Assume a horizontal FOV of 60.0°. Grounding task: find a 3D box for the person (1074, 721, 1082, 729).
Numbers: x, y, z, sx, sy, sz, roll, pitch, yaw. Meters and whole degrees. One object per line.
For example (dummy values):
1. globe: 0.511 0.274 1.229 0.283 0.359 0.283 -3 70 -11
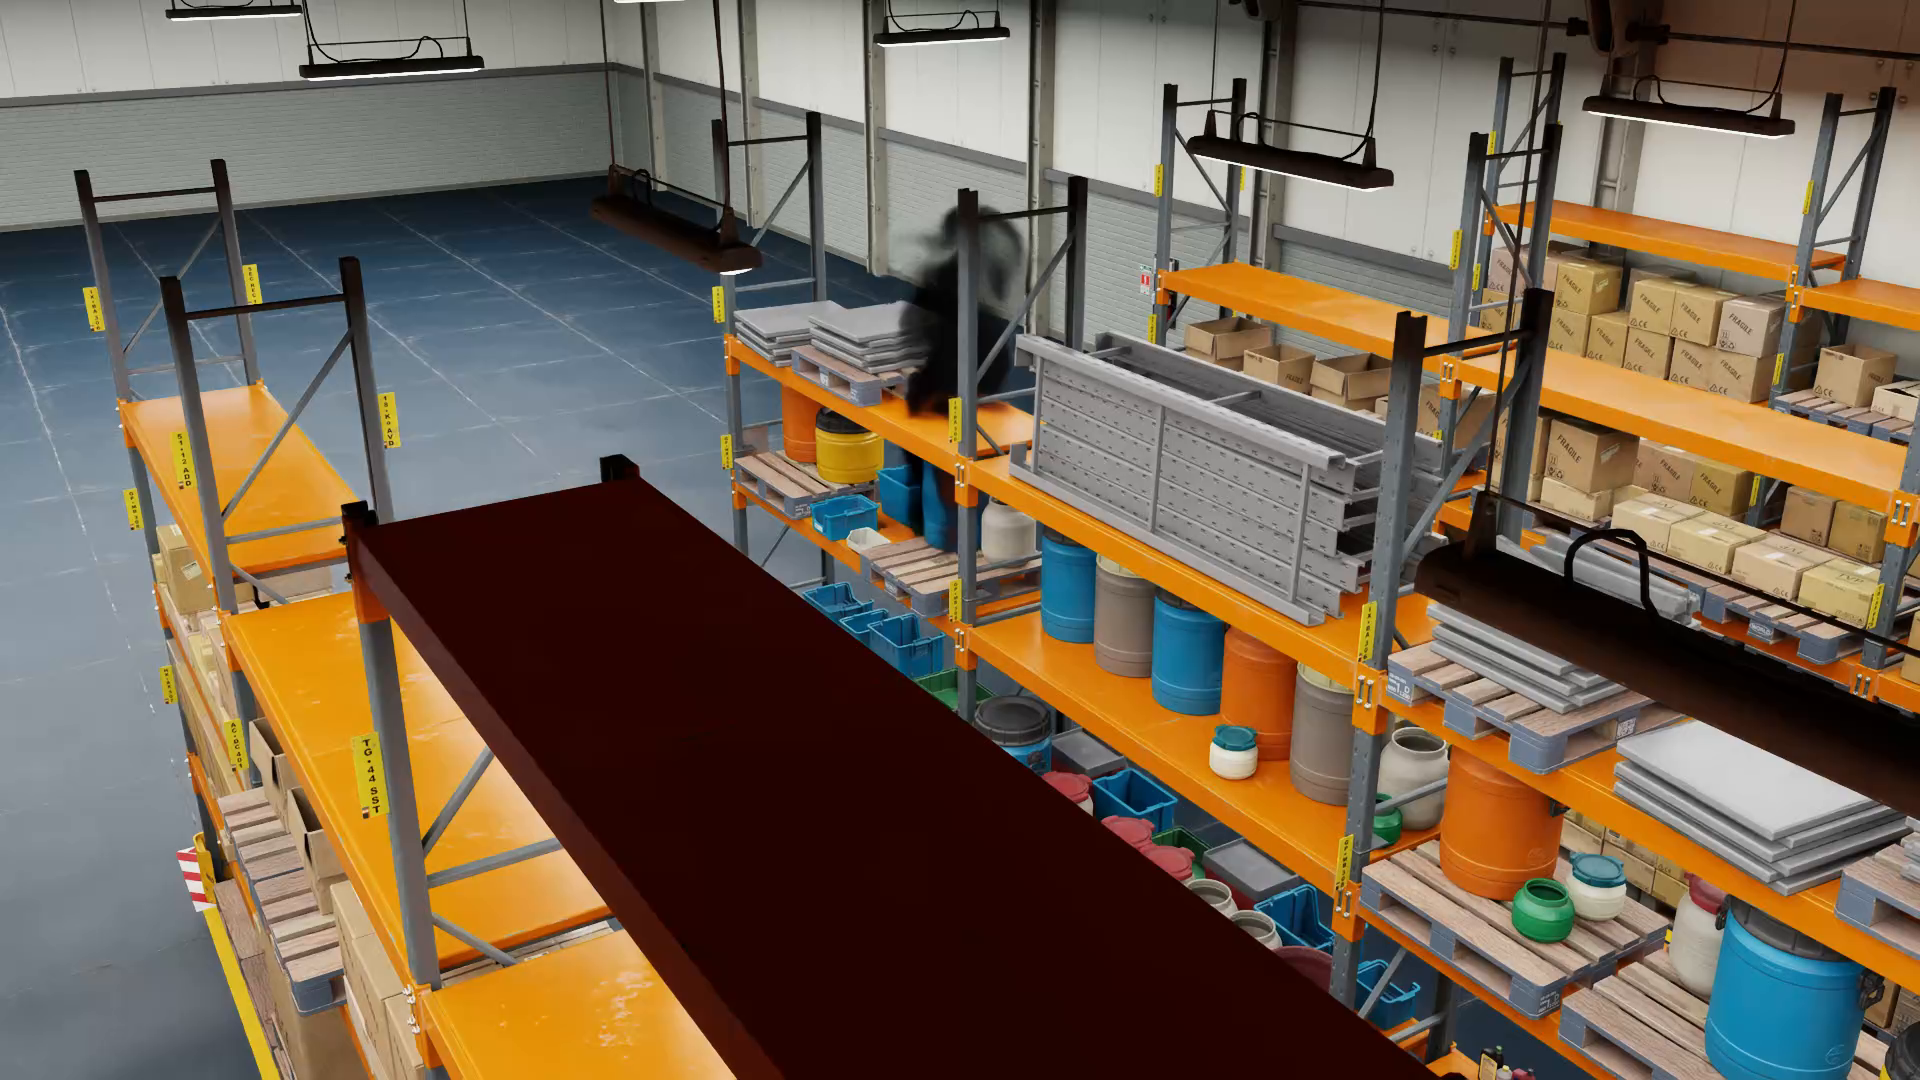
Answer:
1. person: 1.183 1.633 15.187 0.548 1.631 0.717 -11 24 -25
